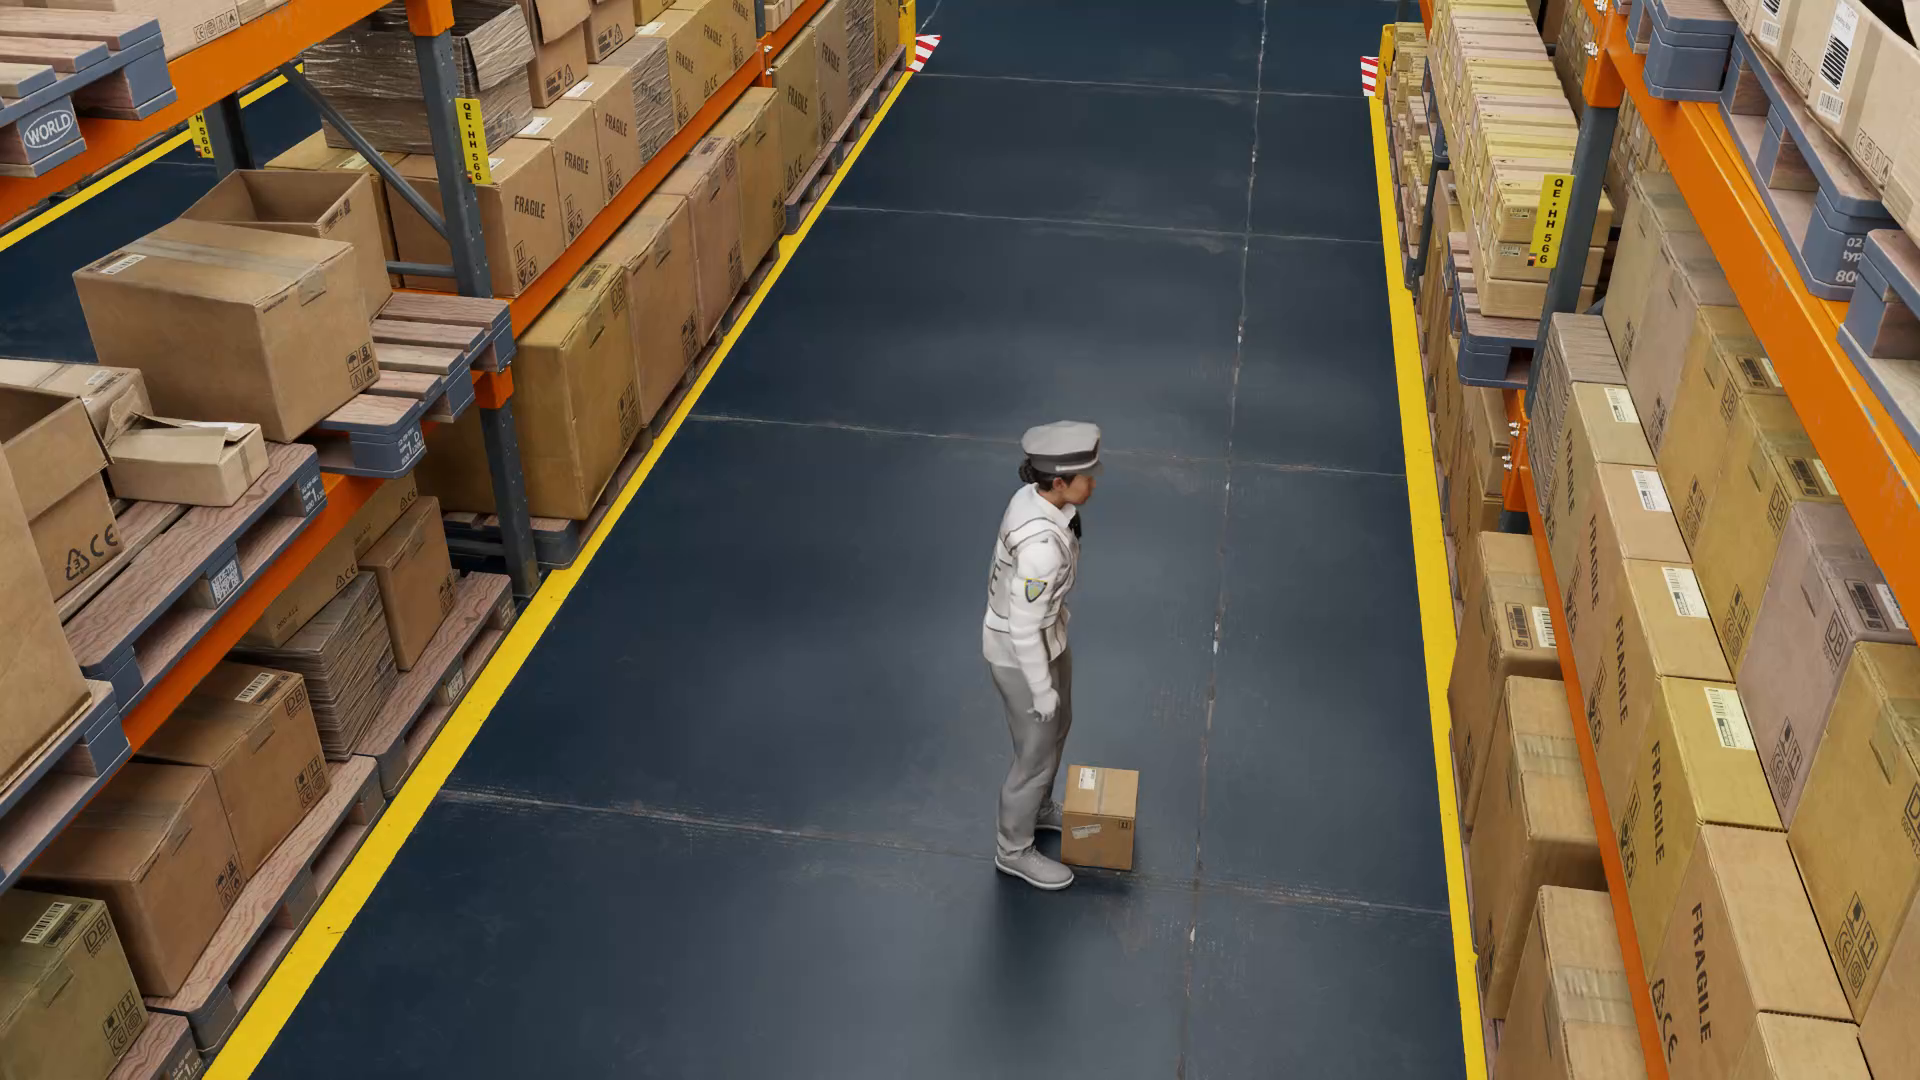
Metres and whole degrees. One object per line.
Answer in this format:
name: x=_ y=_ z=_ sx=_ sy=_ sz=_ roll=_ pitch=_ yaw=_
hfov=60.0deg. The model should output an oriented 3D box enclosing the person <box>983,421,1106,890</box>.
person: x=0.279 y=0.370 z=5.556 sx=0.405 sy=1.664 sz=0.540 roll=4 pitch=33 yaw=7
